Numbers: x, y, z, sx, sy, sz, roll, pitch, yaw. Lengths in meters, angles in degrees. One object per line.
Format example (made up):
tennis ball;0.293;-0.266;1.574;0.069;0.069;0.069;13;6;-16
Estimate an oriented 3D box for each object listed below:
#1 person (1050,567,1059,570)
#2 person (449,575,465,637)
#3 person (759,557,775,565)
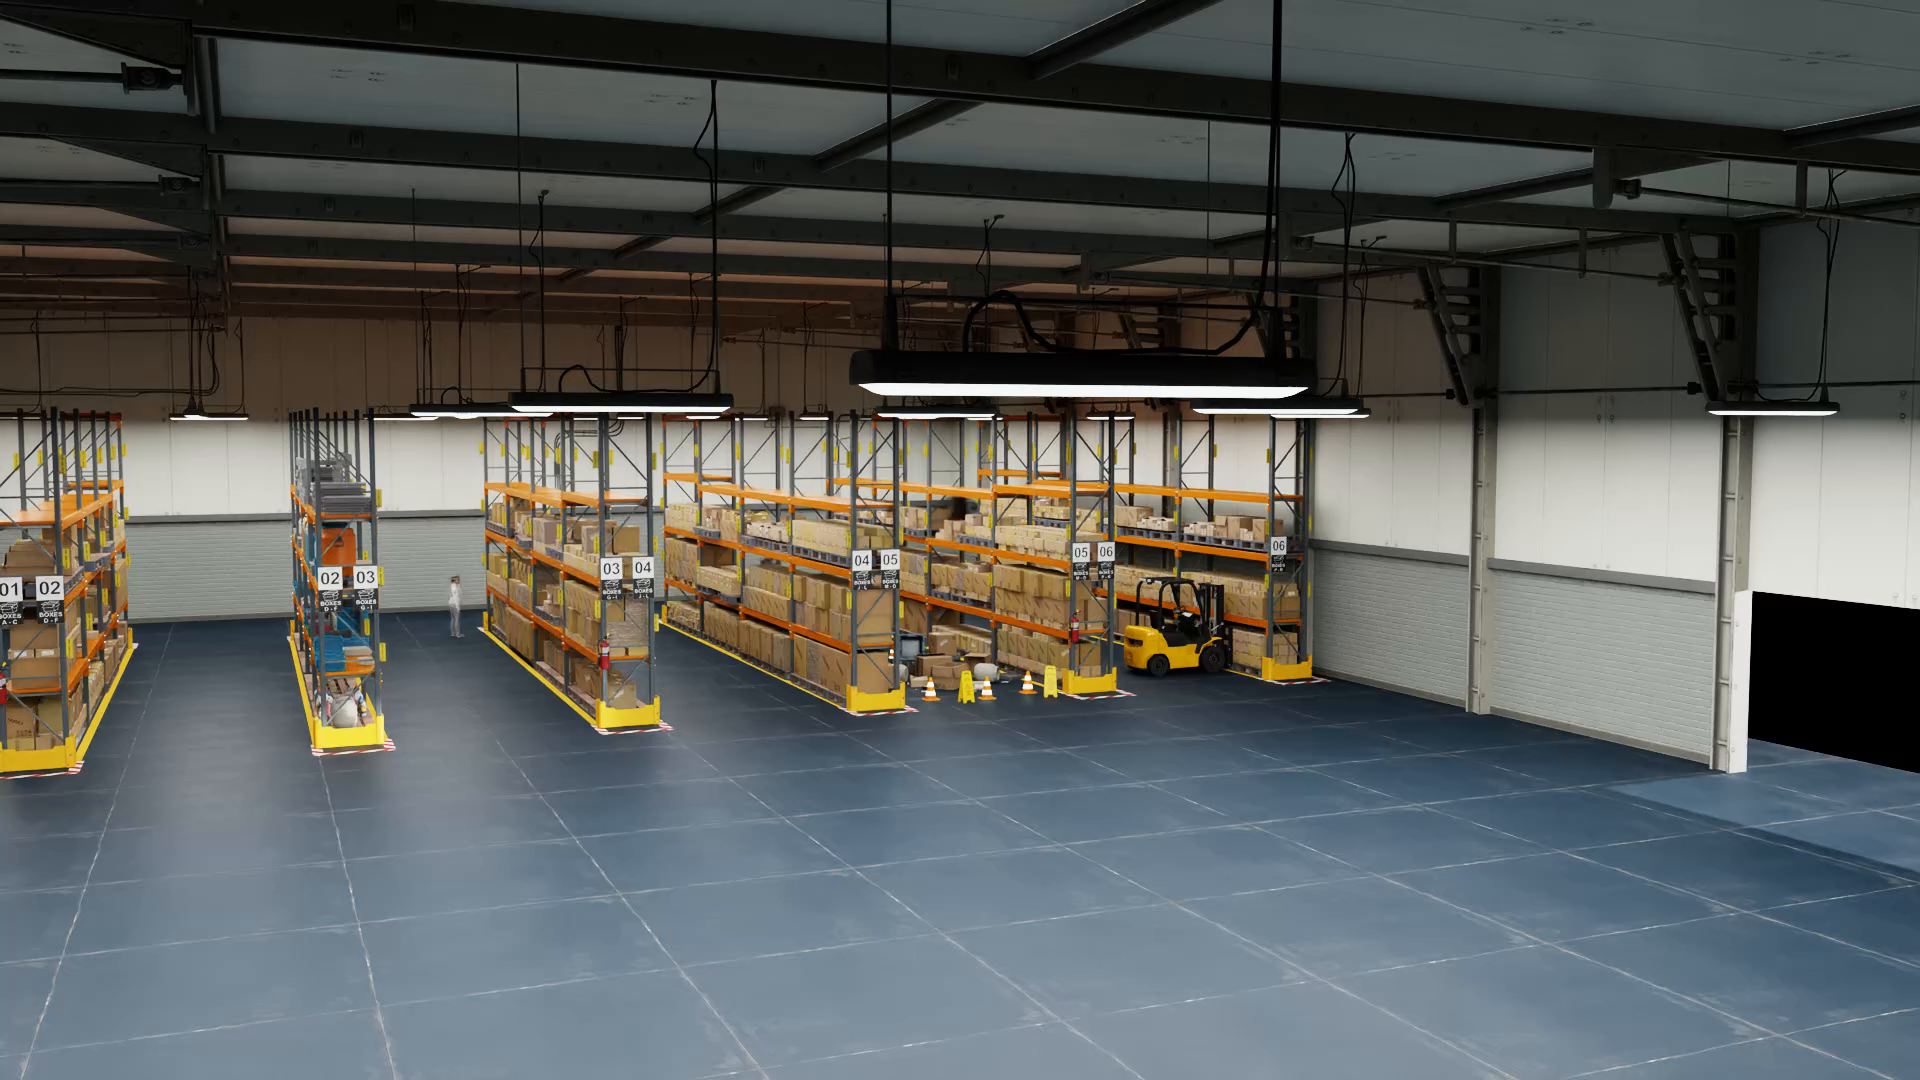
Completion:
person;2.298;1.589;42.554;0.662;1.833;0.676;-2;5;-30
person;-13.462;1.761;44.506;0.384;1.677;0.537;-2;4;-27
person;-6.060;1.224;51.916;0.489;1.738;0.519;4;6;44
